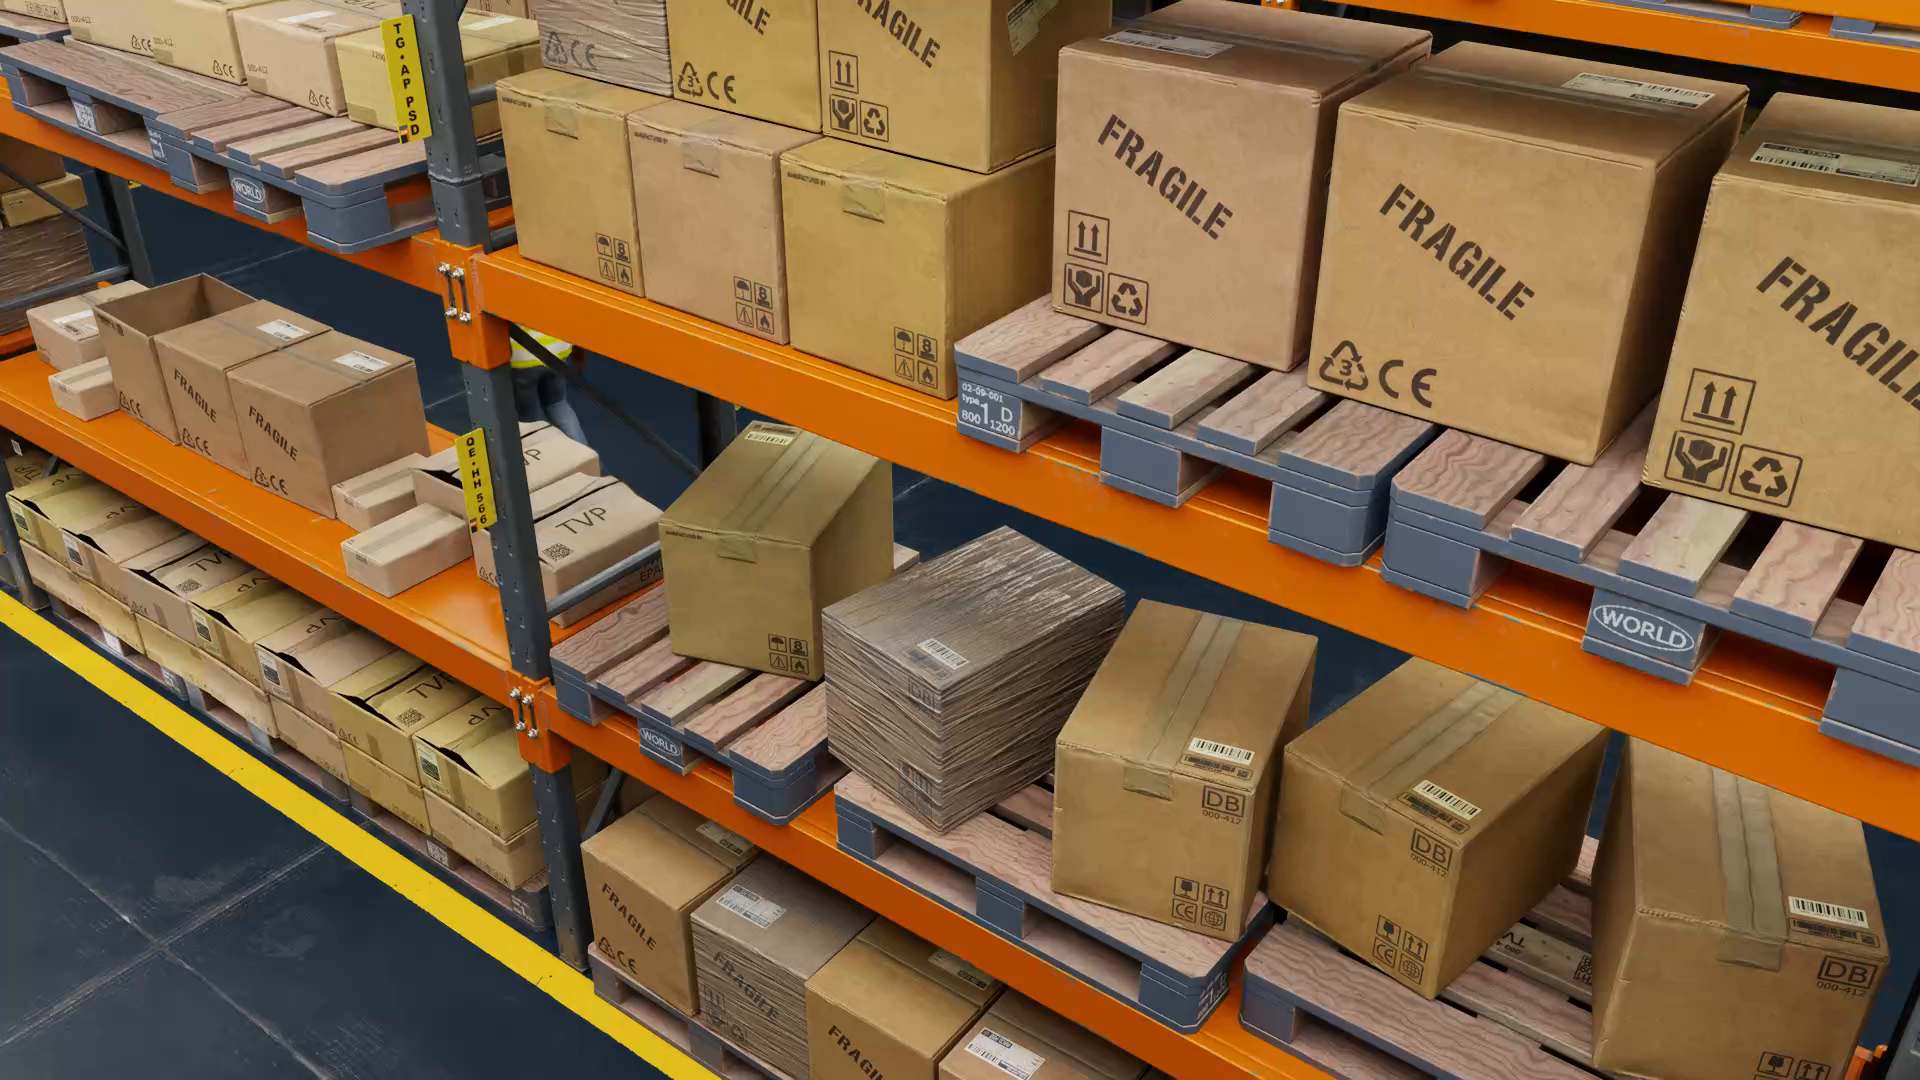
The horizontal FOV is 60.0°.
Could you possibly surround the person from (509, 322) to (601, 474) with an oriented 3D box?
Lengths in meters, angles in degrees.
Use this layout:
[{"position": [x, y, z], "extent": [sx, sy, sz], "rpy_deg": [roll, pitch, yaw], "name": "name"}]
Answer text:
[{"position": [-2.204, -0.959, 8.674], "extent": [0.578, 1.752, 0.561], "rpy_deg": [-26, 39, -36], "name": "person"}]
